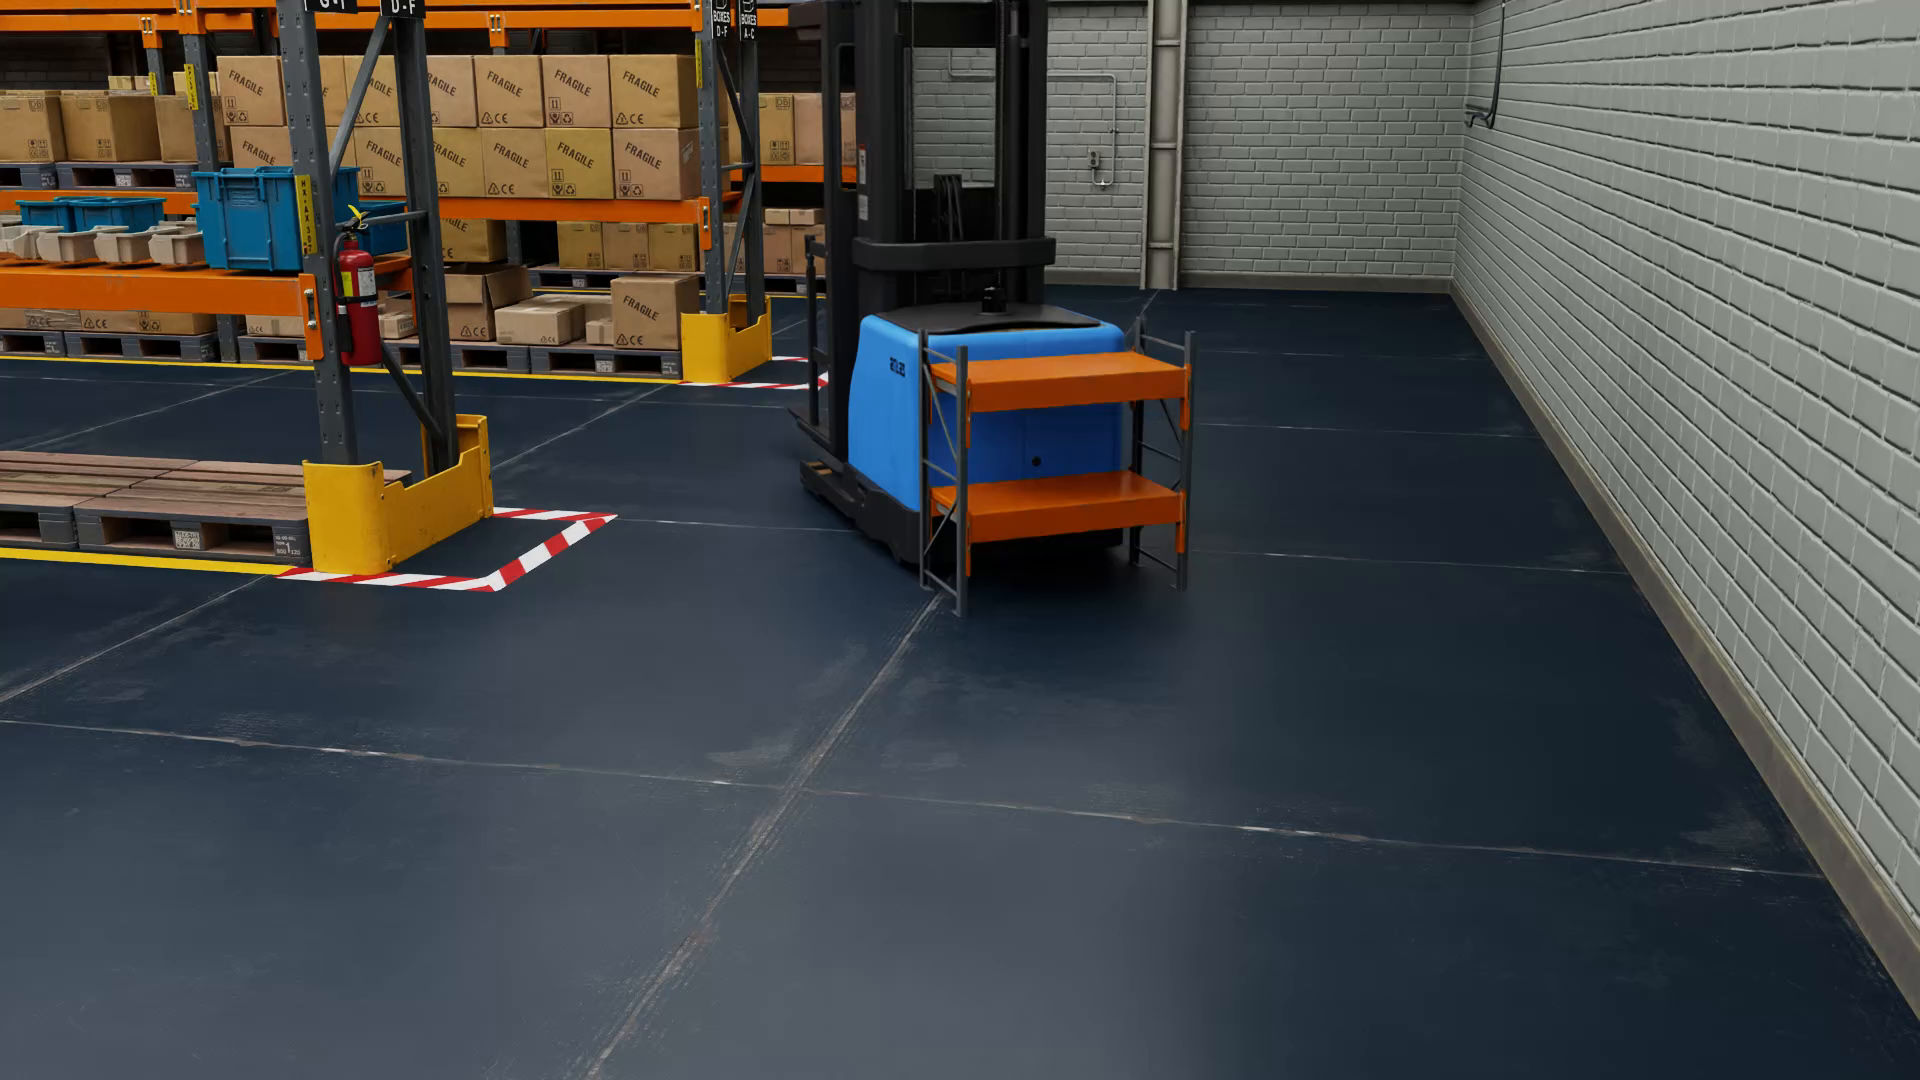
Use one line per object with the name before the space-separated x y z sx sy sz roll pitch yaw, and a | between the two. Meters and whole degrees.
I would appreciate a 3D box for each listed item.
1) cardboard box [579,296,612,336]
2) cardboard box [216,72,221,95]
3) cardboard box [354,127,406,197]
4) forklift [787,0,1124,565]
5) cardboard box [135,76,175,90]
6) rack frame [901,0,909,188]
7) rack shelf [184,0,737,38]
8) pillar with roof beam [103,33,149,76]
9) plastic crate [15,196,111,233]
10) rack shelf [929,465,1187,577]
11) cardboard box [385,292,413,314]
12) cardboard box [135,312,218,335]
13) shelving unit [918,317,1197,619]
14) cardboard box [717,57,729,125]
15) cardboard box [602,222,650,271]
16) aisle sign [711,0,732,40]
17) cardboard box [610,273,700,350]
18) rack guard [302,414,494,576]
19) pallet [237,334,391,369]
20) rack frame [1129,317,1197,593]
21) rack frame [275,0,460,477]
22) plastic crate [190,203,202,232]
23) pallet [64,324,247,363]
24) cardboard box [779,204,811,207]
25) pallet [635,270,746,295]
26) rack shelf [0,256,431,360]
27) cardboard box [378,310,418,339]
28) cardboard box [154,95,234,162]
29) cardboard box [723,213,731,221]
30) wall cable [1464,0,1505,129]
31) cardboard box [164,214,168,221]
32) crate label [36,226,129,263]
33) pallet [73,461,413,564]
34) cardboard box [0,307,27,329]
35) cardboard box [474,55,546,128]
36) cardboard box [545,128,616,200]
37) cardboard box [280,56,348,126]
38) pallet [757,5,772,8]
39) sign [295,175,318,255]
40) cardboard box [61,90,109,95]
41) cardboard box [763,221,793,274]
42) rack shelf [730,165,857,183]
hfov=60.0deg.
cardboard box | -2.648 -1.755 13.037 0.500 0.250 0.500 3 16 11
cardboard box | -7.618 -4.903 17.887 0.500 0.250 0.500 3 16 10
cardboard box | -4.164 -2.848 12.466 0.500 0.500 0.500 3 16 11
forklift | -0.219 -1.653 8.467 1.130 2.935 3.031 -5 16 -19
cardboard box | -8.882 -5.044 18.355 0.250 0.149 0.380 1 16 4
rack frame | -0.698 -4.035 16.939 0.127 3.000 1.000 3 16 11
rack shelf | -3.642 -3.944 12.340 4.000 0.370 1.077 3 16 11
pillar with roof beam | -10.497 -6.521 14.676 0.400 9.000 9.100 3 16 11
plastic crate | -4.433 -1.577 8.266 0.300 0.233 0.416 3 16 11
rack shelf | 0.402 -0.094 7.139 1.000 0.278 0.538 -6 17 -20
cardboard box | -4.252 -1.872 13.343 0.500 0.311 0.500 3 16 11
cardboard box | -6.142 -1.910 13.128 0.500 0.500 0.500 3 16 11
shelving unit | 0.402 -0.329 7.073 1.048 1.125 0.538 -6 17 -20
cardboard box | -2.064 -3.361 12.448 0.500 0.500 0.500 4 16 13
cardboard box | -3.414 -3.151 17.645 0.500 0.500 0.700 3 16 11
aisle sign | -1.676 -3.908 11.611 0.004 0.787 0.394 3 16 11
cardboard box | -2.264 -1.711 12.407 0.500 0.500 0.500 3 16 11
rack guard | -2.646 -0.241 7.925 0.348 0.500 1.175 3 16 11
pallet | -4.929 -1.571 13.268 1.213 0.211 1.003 3 16 11
rack frame | 0.877 -0.378 7.248 0.032 1.125 0.500 -6 17 -20
rack frame | -2.673 -1.443 7.583 0.127 3.000 1.000 3 16 11
plastic crate | -3.494 -1.526 8.082 0.300 0.233 0.416 3 16 11
pallet | -6.406 -1.641 13.521 1.213 0.211 1.003 3 16 11
cardboard box | -1.738 -3.429 17.432 0.250 0.149 0.380 3 16 11
pallet | -2.689 -2.779 17.628 1.213 0.211 1.003 3 16 11
rack shelf | -4.632 -1.203 8.063 4.000 0.370 1.077 3 16 11
cardboard box | -4.384 -1.676 12.906 0.250 0.166 0.380 3 16 11
cardboard box | -6.021 -3.286 13.261 0.500 0.500 0.700 -2 16 -8
cardboard box | -2.485 -3.469 17.577 0.250 0.149 0.380 3 16 12
wall cable | 4.773 -5.035 15.129 0.112 2.526 3.097 3 16 11
cardboard box | -9.254 -3.492 18.840 0.500 0.500 0.700 3 16 12
crate label | -4.067 -1.369 7.696 0.243 0.136 0.396 3 16 11
pallet | -3.473 -0.153 8.150 1.213 0.211 1.003 3 16 11
cardboard box | -7.615 -1.992 13.423 0.500 0.500 0.500 3 16 9
cardboard box | -3.177 -3.274 12.131 0.500 0.500 0.500 4 16 13
cardboard box | -2.684 -2.766 12.172 0.500 0.500 0.500 3 16 12
cardboard box | -4.690 -3.356 12.427 0.500 0.500 0.500 3 16 9
pallet | -2.627 -5.539 16.915 1.213 0.211 1.003 3 16 11
sign | -2.766 -1.377 7.039 0.005 0.325 0.100 3 16 11
cardboard box | -9.554 -4.766 18.566 0.500 0.500 0.700 2 16 6
cardboard box | -1.895 -3.070 17.353 0.500 0.500 0.700 3 16 11
rack shelf | -2.658 -3.795 17.419 4.000 0.370 1.077 3 16 11
